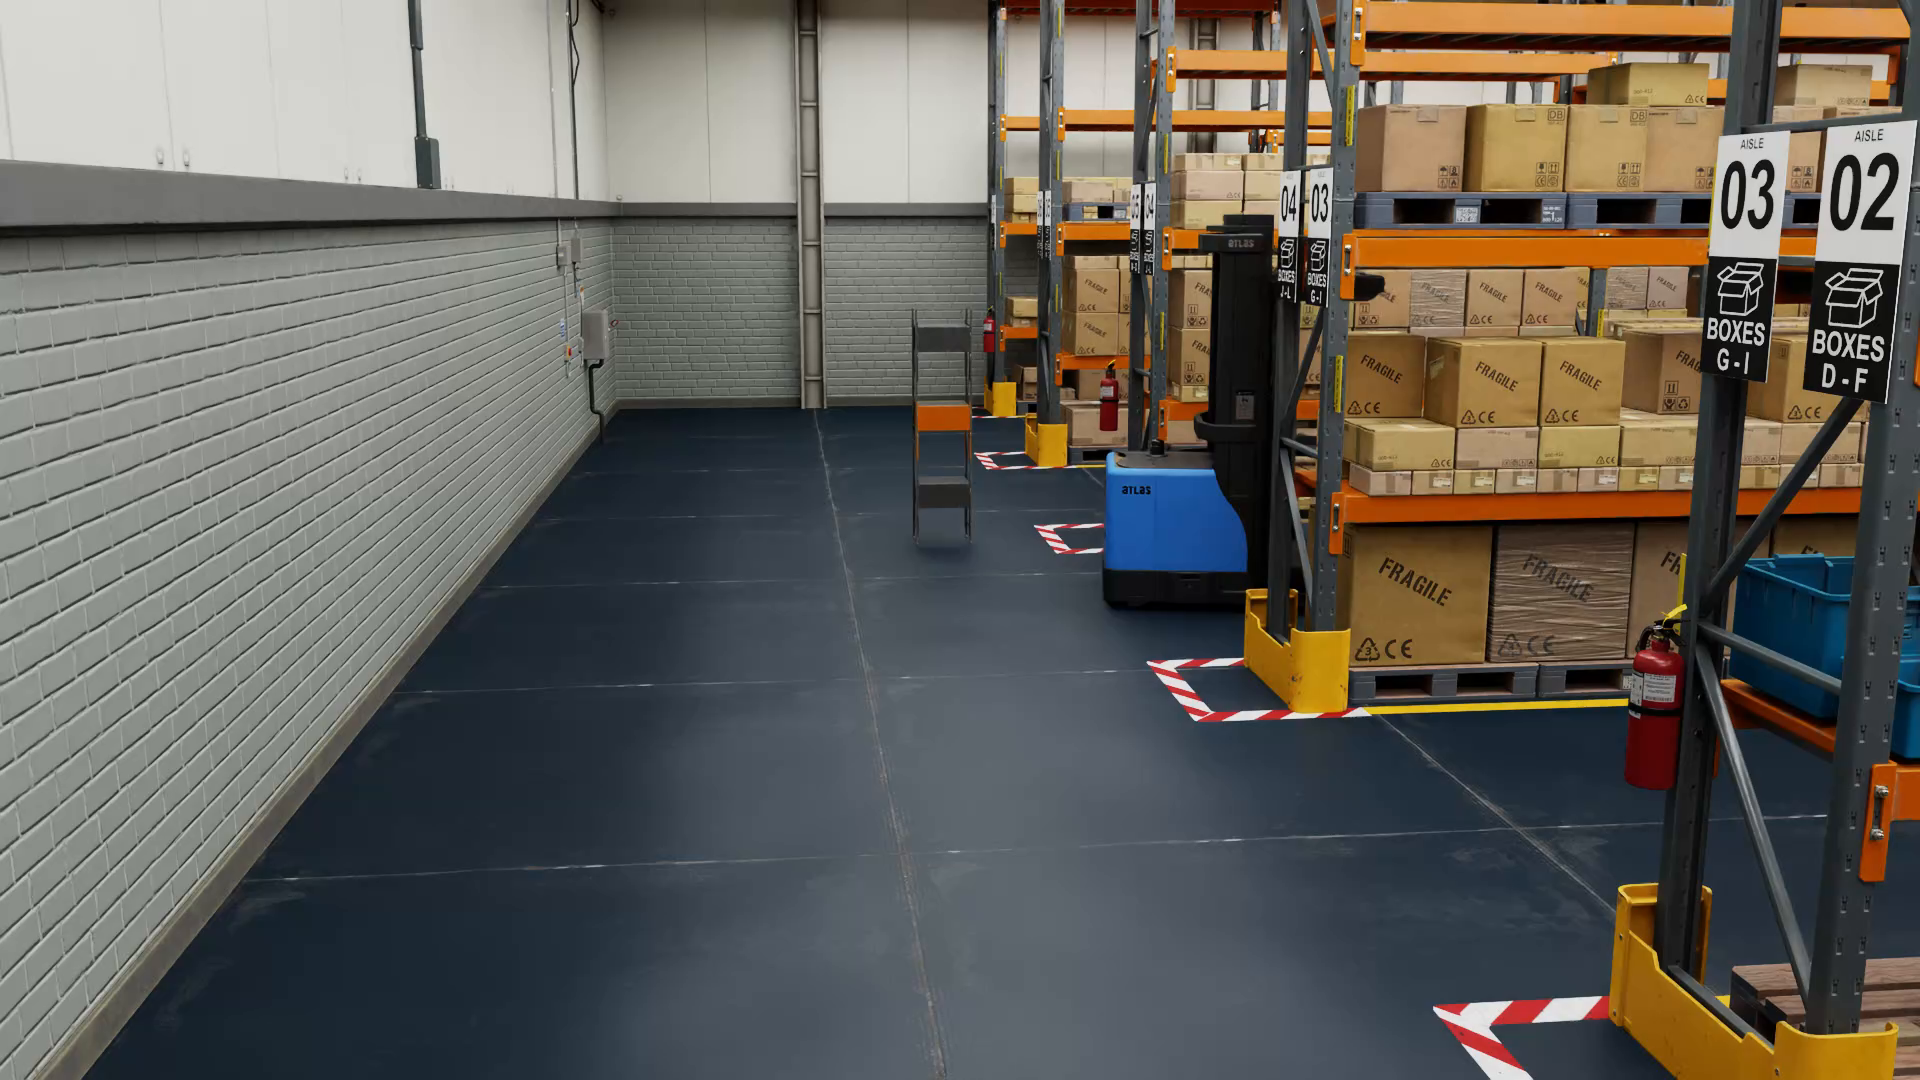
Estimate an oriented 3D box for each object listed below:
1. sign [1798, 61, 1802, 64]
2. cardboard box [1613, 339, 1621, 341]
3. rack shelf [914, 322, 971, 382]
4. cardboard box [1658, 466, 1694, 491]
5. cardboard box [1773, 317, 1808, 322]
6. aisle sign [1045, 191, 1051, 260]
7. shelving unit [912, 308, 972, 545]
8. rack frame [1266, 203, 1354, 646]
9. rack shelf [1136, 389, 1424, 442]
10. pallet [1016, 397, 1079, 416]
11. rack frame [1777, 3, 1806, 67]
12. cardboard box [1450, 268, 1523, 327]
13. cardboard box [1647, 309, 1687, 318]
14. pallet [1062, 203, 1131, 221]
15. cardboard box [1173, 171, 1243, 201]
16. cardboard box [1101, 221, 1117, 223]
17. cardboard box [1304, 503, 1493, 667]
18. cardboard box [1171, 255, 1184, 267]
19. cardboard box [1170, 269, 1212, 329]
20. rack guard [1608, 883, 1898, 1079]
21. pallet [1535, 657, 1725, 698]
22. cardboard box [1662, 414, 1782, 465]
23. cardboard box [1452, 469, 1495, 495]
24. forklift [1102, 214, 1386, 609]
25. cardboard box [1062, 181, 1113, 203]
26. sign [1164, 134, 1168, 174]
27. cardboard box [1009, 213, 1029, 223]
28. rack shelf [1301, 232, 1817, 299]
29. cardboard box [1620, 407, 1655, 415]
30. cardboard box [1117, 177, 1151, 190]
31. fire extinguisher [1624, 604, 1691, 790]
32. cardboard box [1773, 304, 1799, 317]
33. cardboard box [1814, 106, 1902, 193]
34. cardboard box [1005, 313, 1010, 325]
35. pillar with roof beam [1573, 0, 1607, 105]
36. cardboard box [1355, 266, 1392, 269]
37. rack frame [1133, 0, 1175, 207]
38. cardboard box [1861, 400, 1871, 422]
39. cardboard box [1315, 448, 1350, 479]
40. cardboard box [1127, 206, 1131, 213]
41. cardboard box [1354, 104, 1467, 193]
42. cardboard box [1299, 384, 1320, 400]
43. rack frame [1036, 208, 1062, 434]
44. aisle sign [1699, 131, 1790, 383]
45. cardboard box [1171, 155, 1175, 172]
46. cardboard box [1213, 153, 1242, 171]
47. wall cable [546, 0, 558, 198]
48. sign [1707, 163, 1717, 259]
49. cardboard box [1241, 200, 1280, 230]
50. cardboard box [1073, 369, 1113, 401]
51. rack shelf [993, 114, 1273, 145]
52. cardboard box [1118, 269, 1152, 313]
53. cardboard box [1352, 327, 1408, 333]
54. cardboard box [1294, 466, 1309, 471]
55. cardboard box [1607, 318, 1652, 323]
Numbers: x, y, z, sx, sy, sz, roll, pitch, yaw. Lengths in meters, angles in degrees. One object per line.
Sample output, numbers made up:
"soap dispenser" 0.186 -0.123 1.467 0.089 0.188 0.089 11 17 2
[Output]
"sign" 12.524 -6.986 24.831 0.005 0.325 0.100 -1 11 -6
"cardboard box" 6.116 -1.732 15.076 0.250 0.149 0.380 -1 11 -5
"rack shelf" -0.165 -1.700 14.898 0.480 0.518 0.431 -1 11 -6
"cardboard box" 4.312 -0.406 10.189 0.250 0.149 0.380 -1 11 -5
"cardboard box" 7.865 -2.041 15.878 0.250 0.149 0.380 -1 11 -4
"aisle sign" 1.023 -3.666 19.381 0.004 0.787 0.394 -1 11 -6
"shelving unit" -0.165 -1.027 15.030 0.503 2.100 0.431 -1 11 -6
"rack frame" 2.134 -0.547 10.255 0.127 3.000 1.000 -1 11 -6
"rack shelf" 3.687 -1.189 15.386 4.000 0.370 1.077 -1 11 -6
"pallet" 1.392 -2.049 25.126 1.213 0.211 1.003 -1 11 -6
"rack frame" 12.453 -6.593 25.457 0.127 3.000 1.000 -1 11 -6
"cardboard box" 4.723 -2.196 15.020 0.500 0.500 0.500 -2 11 -8
"cardboard box" 8.562 -2.727 20.437 0.500 0.250 0.500 -1 11 -6
"pallet" 1.800 -3.893 19.730 1.213 0.211 1.003 -1 11 -6
"cardboard box" 2.173 -3.103 14.575 0.500 0.250 0.500 -1 11 -5
"cardboard box" 2.138 -4.732 24.417 0.250 0.149 0.380 -1 11 -7
"cardboard box" 2.761 0.261 10.566 0.875 0.875 0.875 -1 11 -6
"cardboard box" 2.485 -3.287 19.659 0.250 0.149 0.380 -1 11 -6
"cardboard box" 2.173 -2.144 14.758 0.500 0.500 0.500 -1 11 -6
"rack guard" 2.646 1.633 5.650 0.348 0.500 1.175 -1 11 -6
"pallet" 4.130 0.765 10.812 1.213 0.211 1.003 -1 11 -6
"cardboard box" 4.678 -0.621 10.251 0.500 0.250 0.500 -1 11 -5
"cardboard box" 3.032 -0.379 10.051 0.250 0.149 0.380 -1 11 -7
"forklift" 2.633 -0.987 12.671 3.031 2.935 1.130 1 11 4
"cardboard box" 1.501 -4.127 19.733 0.500 0.250 0.500 -2 11 -11
"sign" 1.757 -3.297 14.201 0.005 0.325 0.100 -1 11 -6
"cardboard box" 0.866 -4.710 24.306 0.250 0.149 0.380 -1 11 -5
"rack shelf" 4.122 -1.707 10.247 4.000 0.370 1.077 -1 11 -6
"cardboard box" 4.114 -0.713 10.718 0.500 0.250 0.500 -1 11 -6
"cardboard box" 2.503 -5.182 24.380 0.500 0.250 0.500 -1 11 -5
"fire extinguisher" 2.469 0.540 5.895 0.183 0.674 0.296 -1 11 -6
"cardboard box" 10.006 -2.992 20.575 0.500 0.500 0.500 -1 11 -3
"cardboard box" 5.339 -2.378 10.189 0.500 0.500 0.700 -2 11 -9
"cardboard box" 0.824 -3.334 25.085 0.250 0.149 0.380 -1 11 -7
"pillar with roof beam" 10.140 -5.884 21.851 0.548 9.000 9.100 -1 11 -6
"cardboard box" 3.672 -2.278 15.437 0.500 0.500 0.500 -2 11 -8
"rack frame" 1.698 -4.444 14.526 0.127 3.000 1.000 -1 11 -6
"cardboard box" 5.682 -1.010 10.283 0.500 0.500 0.500 -1 11 -4
"cardboard box" 2.452 -0.494 10.639 0.250 0.149 0.380 -1 11 -5
"cardboard box" 2.519 -4.938 24.434 0.500 0.250 0.500 -1 11 -7
"cardboard box" 2.645 -2.344 10.014 0.500 0.500 0.700 -2 11 -10
"cardboard box" 3.093 -1.362 15.053 0.250 0.149 0.380 -1 11 -7
"rack frame" 1.063 -2.447 19.922 0.127 3.000 1.000 -1 11 -6
"aisle sign" 2.565 -0.927 5.451 0.004 0.787 0.394 -1 11 -6
"cardboard box" 1.997 -3.403 15.065 0.250 0.149 0.380 -1 11 -7
"cardboard box" 2.300 -3.304 14.565 0.250 0.149 0.380 -1 11 -4
"wall cable" -4.561 -5.218 18.466 0.029 3.000 0.463 -1 11 -6
"sign" 2.593 -1.123 5.679 0.005 0.325 0.100 -1 11 -6
"cardboard box" 2.696 -2.869 14.679 0.500 0.250 0.500 -1 11 -4
"cardboard box" 1.996 -2.384 24.990 0.500 0.500 0.700 -1 11 -4
"rack shelf" 2.512 -6.030 24.467 4.000 0.370 1.077 -1 11 -6
"cardboard box" 2.084 -2.954 19.651 0.500 0.500 0.500 -2 11 -8
"cardboard box" 3.698 -1.687 15.025 0.500 0.500 0.500 -1 11 -8
"cardboard box" 3.019 -0.576 15.161 0.250 0.149 0.380 -2 11 -9
"cardboard box" 6.320 -2.010 15.717 0.250 0.149 0.380 -2 11 -8
